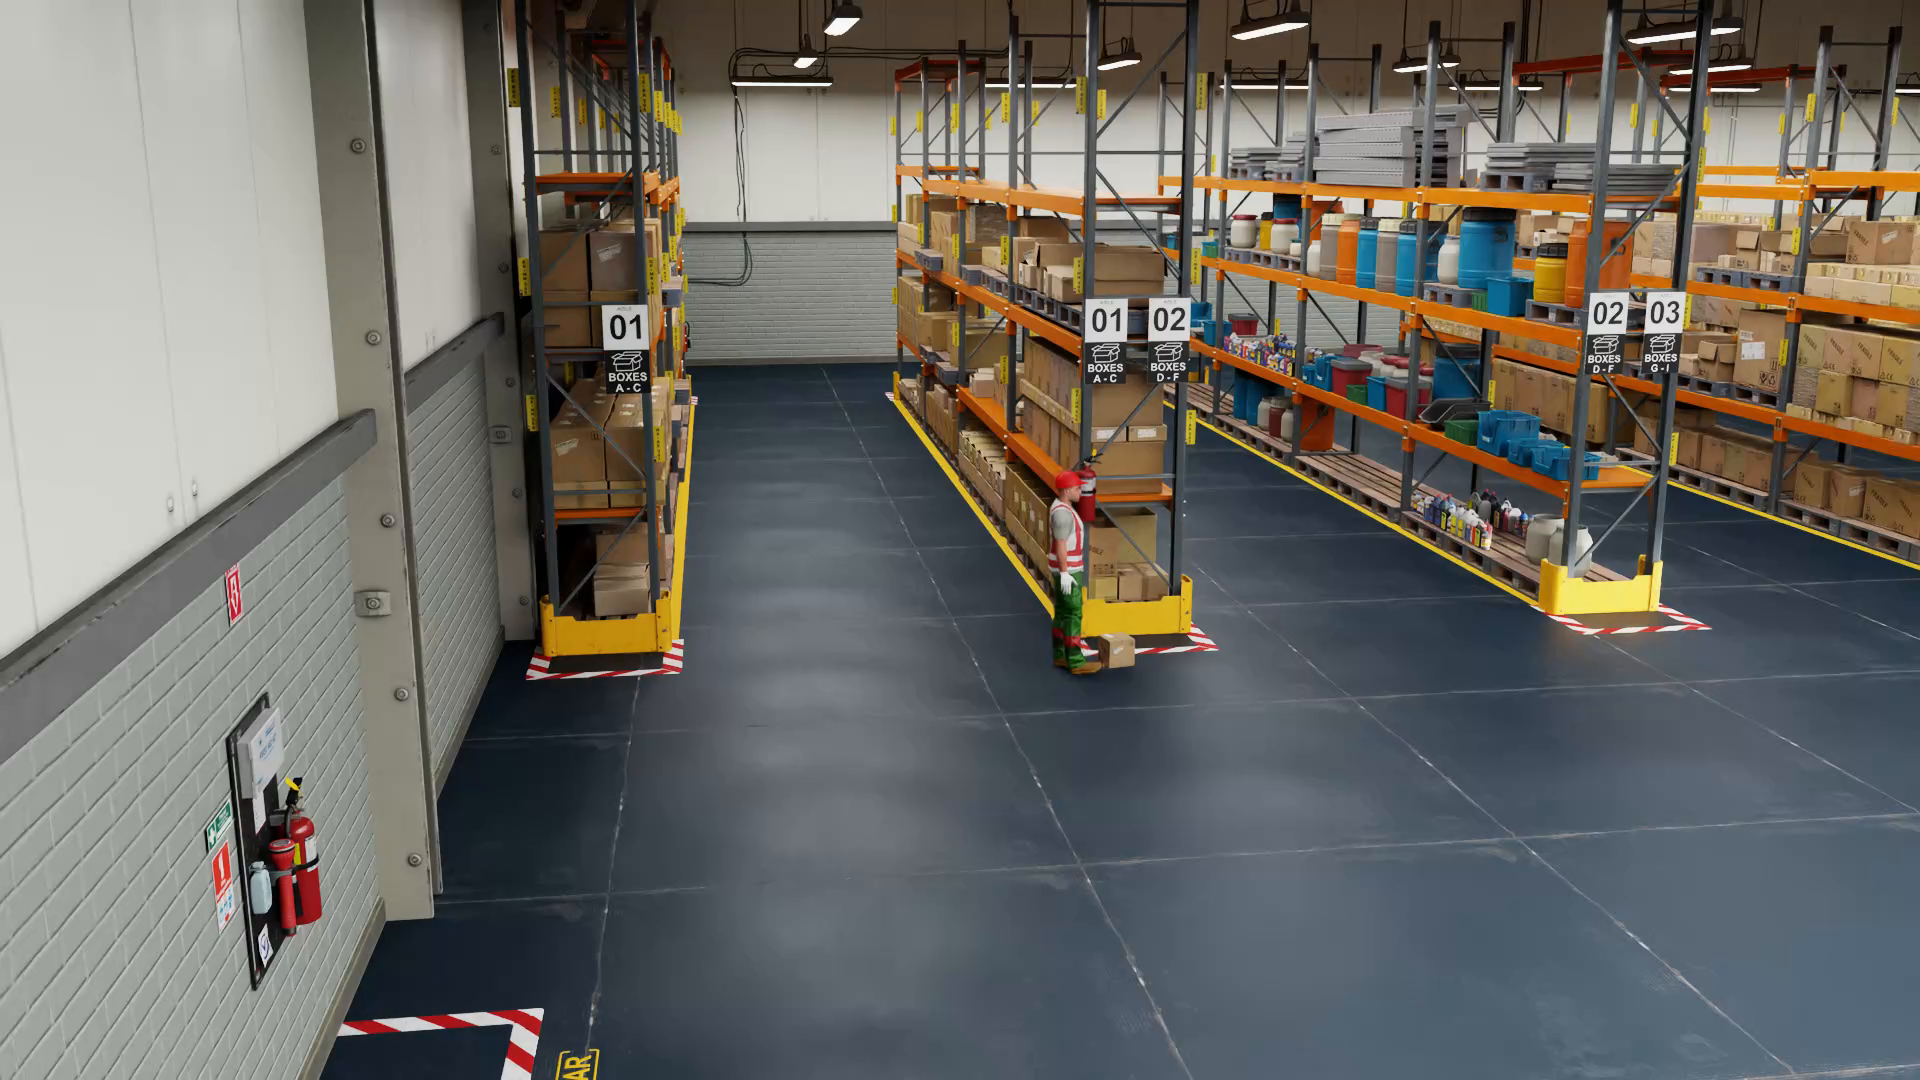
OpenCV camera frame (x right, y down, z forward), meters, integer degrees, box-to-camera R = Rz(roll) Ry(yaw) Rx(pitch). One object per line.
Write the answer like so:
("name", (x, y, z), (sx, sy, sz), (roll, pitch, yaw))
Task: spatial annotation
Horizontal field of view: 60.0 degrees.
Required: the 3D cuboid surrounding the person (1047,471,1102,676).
("person", (1.017, 0.275, 14.704), (0.489, 1.798, 0.568), (0, 13, 1))
